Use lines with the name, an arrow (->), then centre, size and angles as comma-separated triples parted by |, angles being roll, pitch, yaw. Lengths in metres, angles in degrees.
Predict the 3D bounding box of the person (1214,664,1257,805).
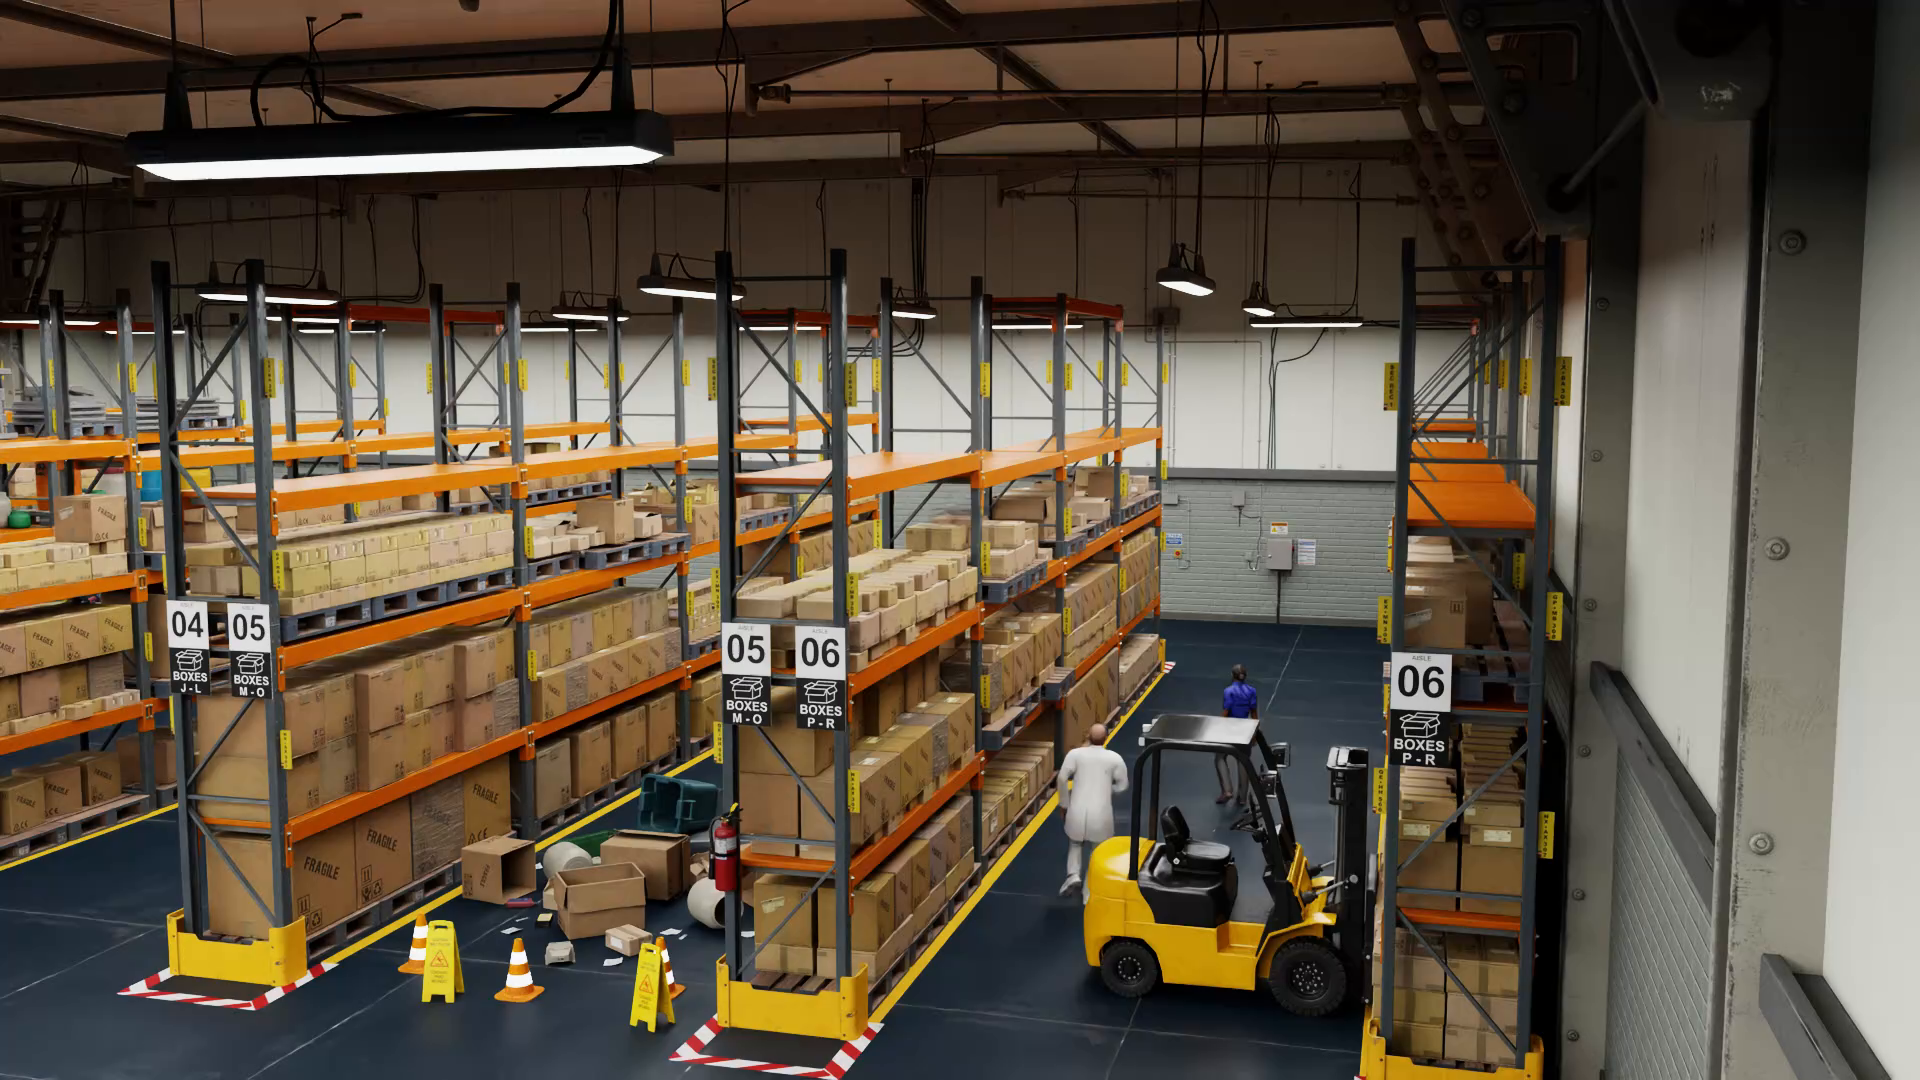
person -> 3.259, 2.286, 19.578 | 0.496, 1.679, 0.369 | -2, 6, -15

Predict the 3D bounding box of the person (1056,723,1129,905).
person -> 1.282, 2.633, 16.127 | 0.667, 1.681, 0.837 | 2, 6, 17
